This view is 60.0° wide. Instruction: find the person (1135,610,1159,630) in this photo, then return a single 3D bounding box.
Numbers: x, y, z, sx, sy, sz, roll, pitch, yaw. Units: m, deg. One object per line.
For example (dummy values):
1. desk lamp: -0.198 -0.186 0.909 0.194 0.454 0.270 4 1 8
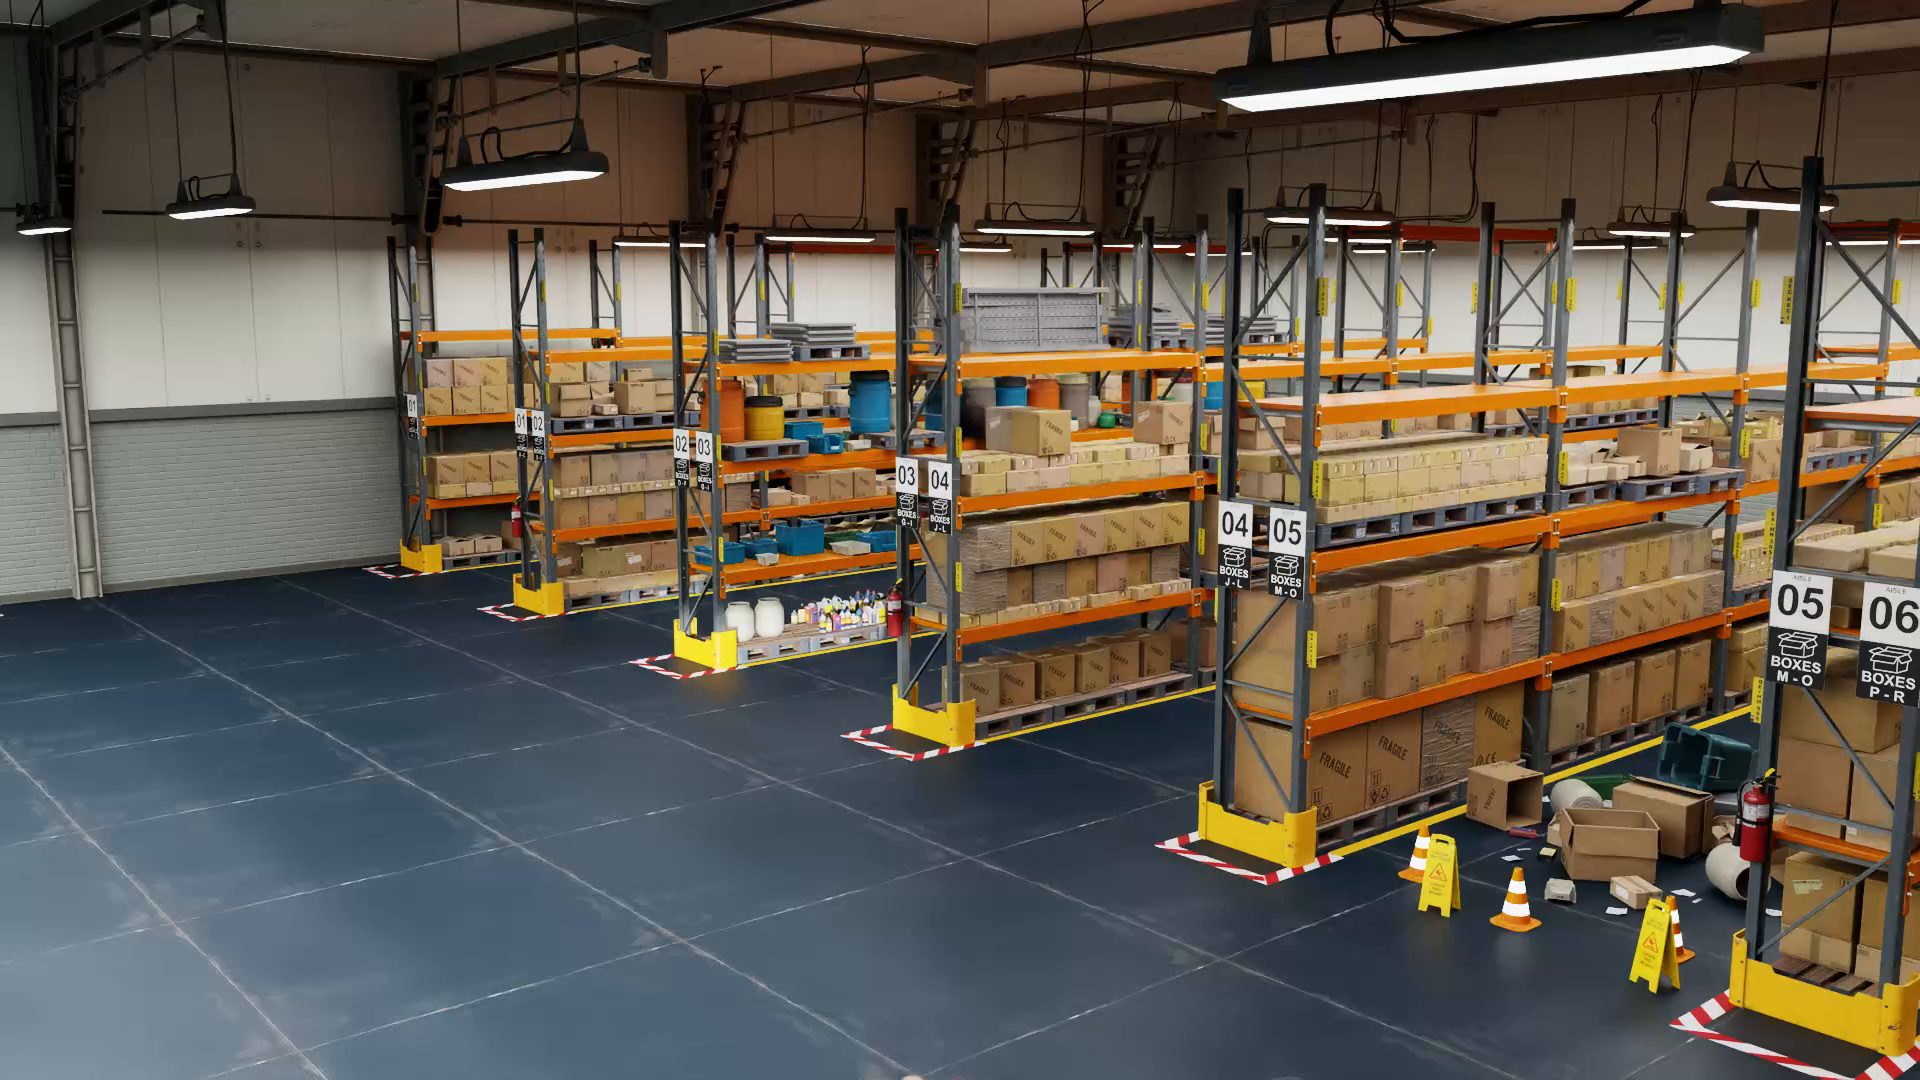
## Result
1. person: 2.568 0.447 23.152 0.722 1.867 0.670 -8 12 -42
